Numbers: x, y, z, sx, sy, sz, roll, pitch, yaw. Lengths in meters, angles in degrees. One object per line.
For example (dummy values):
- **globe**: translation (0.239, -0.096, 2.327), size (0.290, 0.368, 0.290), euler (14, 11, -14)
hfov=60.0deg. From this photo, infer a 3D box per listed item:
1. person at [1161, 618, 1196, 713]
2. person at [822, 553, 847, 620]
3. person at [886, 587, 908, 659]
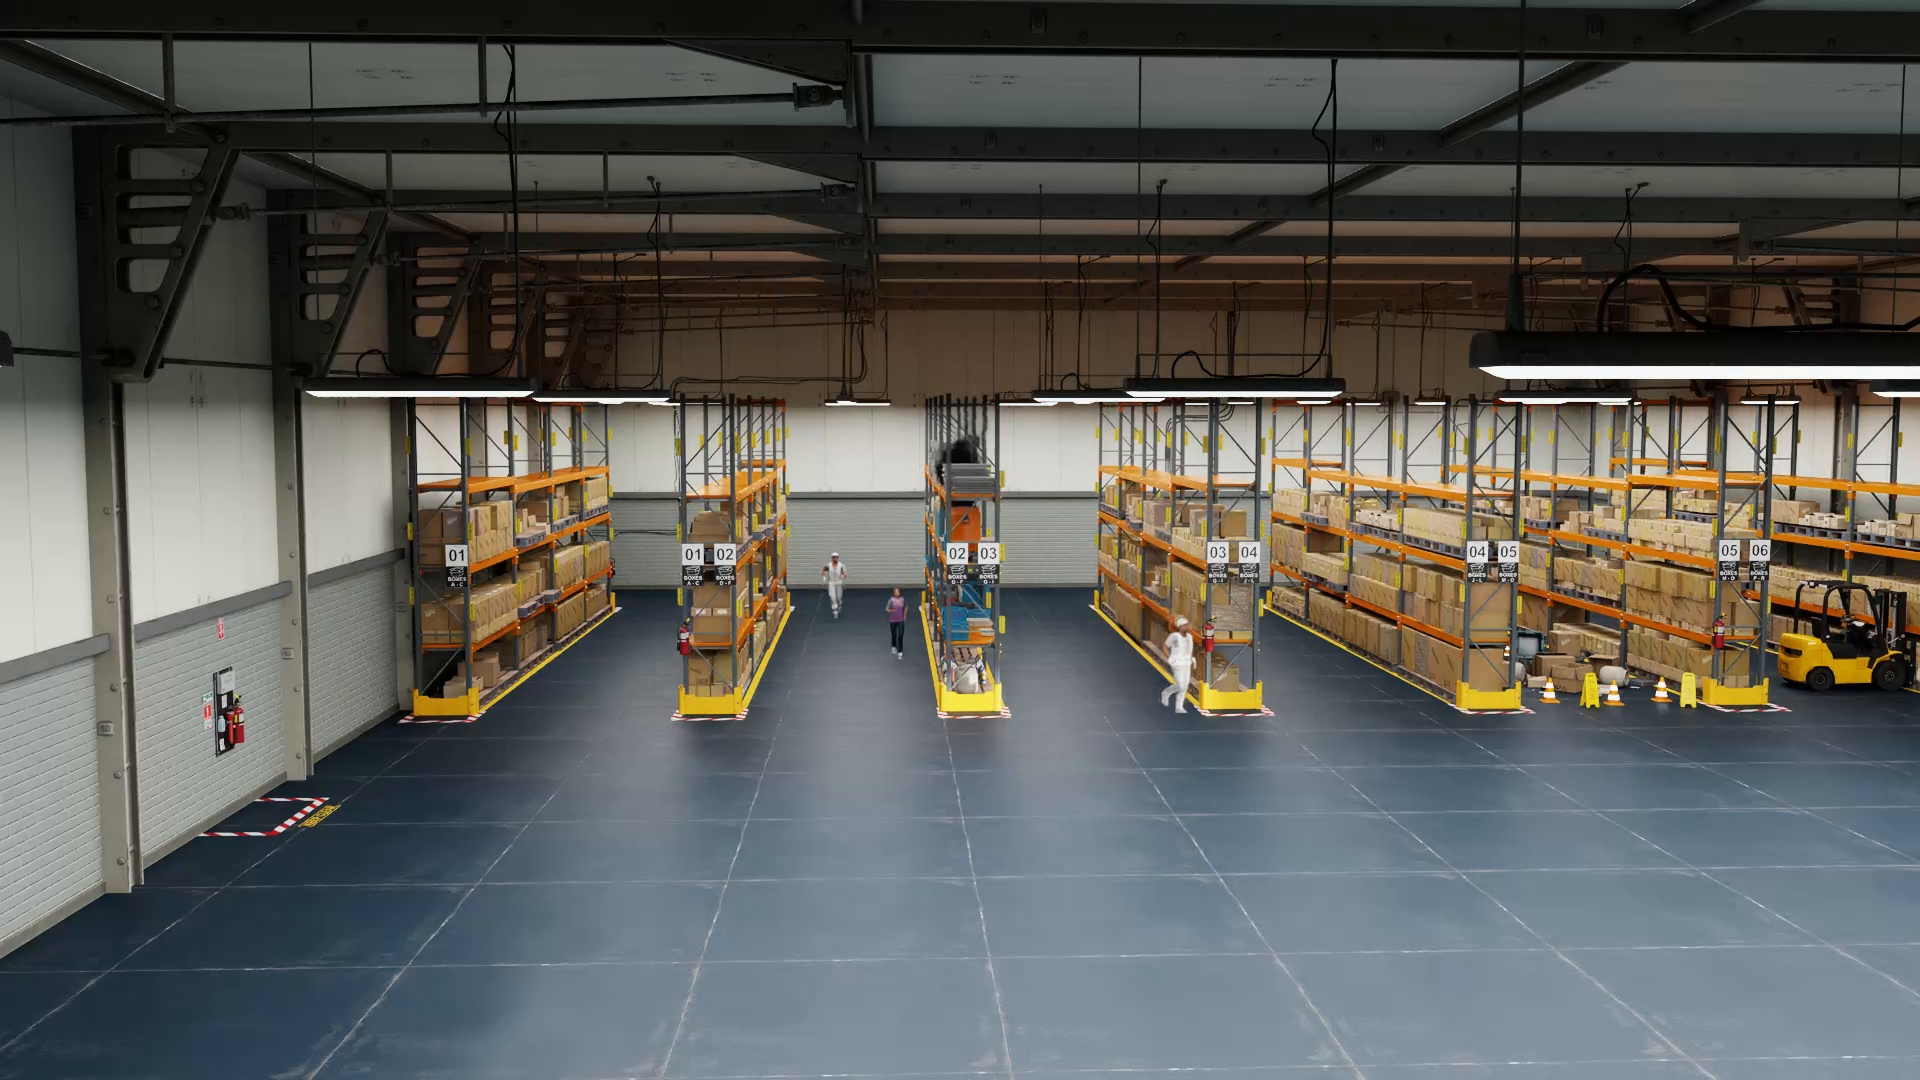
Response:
- **person**: translation (4.124, 2.356, 31.249), size (0.739, 1.780, 0.596), euler (-3, 6, -37)
- **person**: translation (-3.423, 1.238, 45.461), size (0.673, 1.790, 0.955), euler (-1, 5, -9)
- **person**: translation (-1.442, 1.883, 38.168), size (0.538, 1.596, 0.844), euler (-1, 5, -8)
